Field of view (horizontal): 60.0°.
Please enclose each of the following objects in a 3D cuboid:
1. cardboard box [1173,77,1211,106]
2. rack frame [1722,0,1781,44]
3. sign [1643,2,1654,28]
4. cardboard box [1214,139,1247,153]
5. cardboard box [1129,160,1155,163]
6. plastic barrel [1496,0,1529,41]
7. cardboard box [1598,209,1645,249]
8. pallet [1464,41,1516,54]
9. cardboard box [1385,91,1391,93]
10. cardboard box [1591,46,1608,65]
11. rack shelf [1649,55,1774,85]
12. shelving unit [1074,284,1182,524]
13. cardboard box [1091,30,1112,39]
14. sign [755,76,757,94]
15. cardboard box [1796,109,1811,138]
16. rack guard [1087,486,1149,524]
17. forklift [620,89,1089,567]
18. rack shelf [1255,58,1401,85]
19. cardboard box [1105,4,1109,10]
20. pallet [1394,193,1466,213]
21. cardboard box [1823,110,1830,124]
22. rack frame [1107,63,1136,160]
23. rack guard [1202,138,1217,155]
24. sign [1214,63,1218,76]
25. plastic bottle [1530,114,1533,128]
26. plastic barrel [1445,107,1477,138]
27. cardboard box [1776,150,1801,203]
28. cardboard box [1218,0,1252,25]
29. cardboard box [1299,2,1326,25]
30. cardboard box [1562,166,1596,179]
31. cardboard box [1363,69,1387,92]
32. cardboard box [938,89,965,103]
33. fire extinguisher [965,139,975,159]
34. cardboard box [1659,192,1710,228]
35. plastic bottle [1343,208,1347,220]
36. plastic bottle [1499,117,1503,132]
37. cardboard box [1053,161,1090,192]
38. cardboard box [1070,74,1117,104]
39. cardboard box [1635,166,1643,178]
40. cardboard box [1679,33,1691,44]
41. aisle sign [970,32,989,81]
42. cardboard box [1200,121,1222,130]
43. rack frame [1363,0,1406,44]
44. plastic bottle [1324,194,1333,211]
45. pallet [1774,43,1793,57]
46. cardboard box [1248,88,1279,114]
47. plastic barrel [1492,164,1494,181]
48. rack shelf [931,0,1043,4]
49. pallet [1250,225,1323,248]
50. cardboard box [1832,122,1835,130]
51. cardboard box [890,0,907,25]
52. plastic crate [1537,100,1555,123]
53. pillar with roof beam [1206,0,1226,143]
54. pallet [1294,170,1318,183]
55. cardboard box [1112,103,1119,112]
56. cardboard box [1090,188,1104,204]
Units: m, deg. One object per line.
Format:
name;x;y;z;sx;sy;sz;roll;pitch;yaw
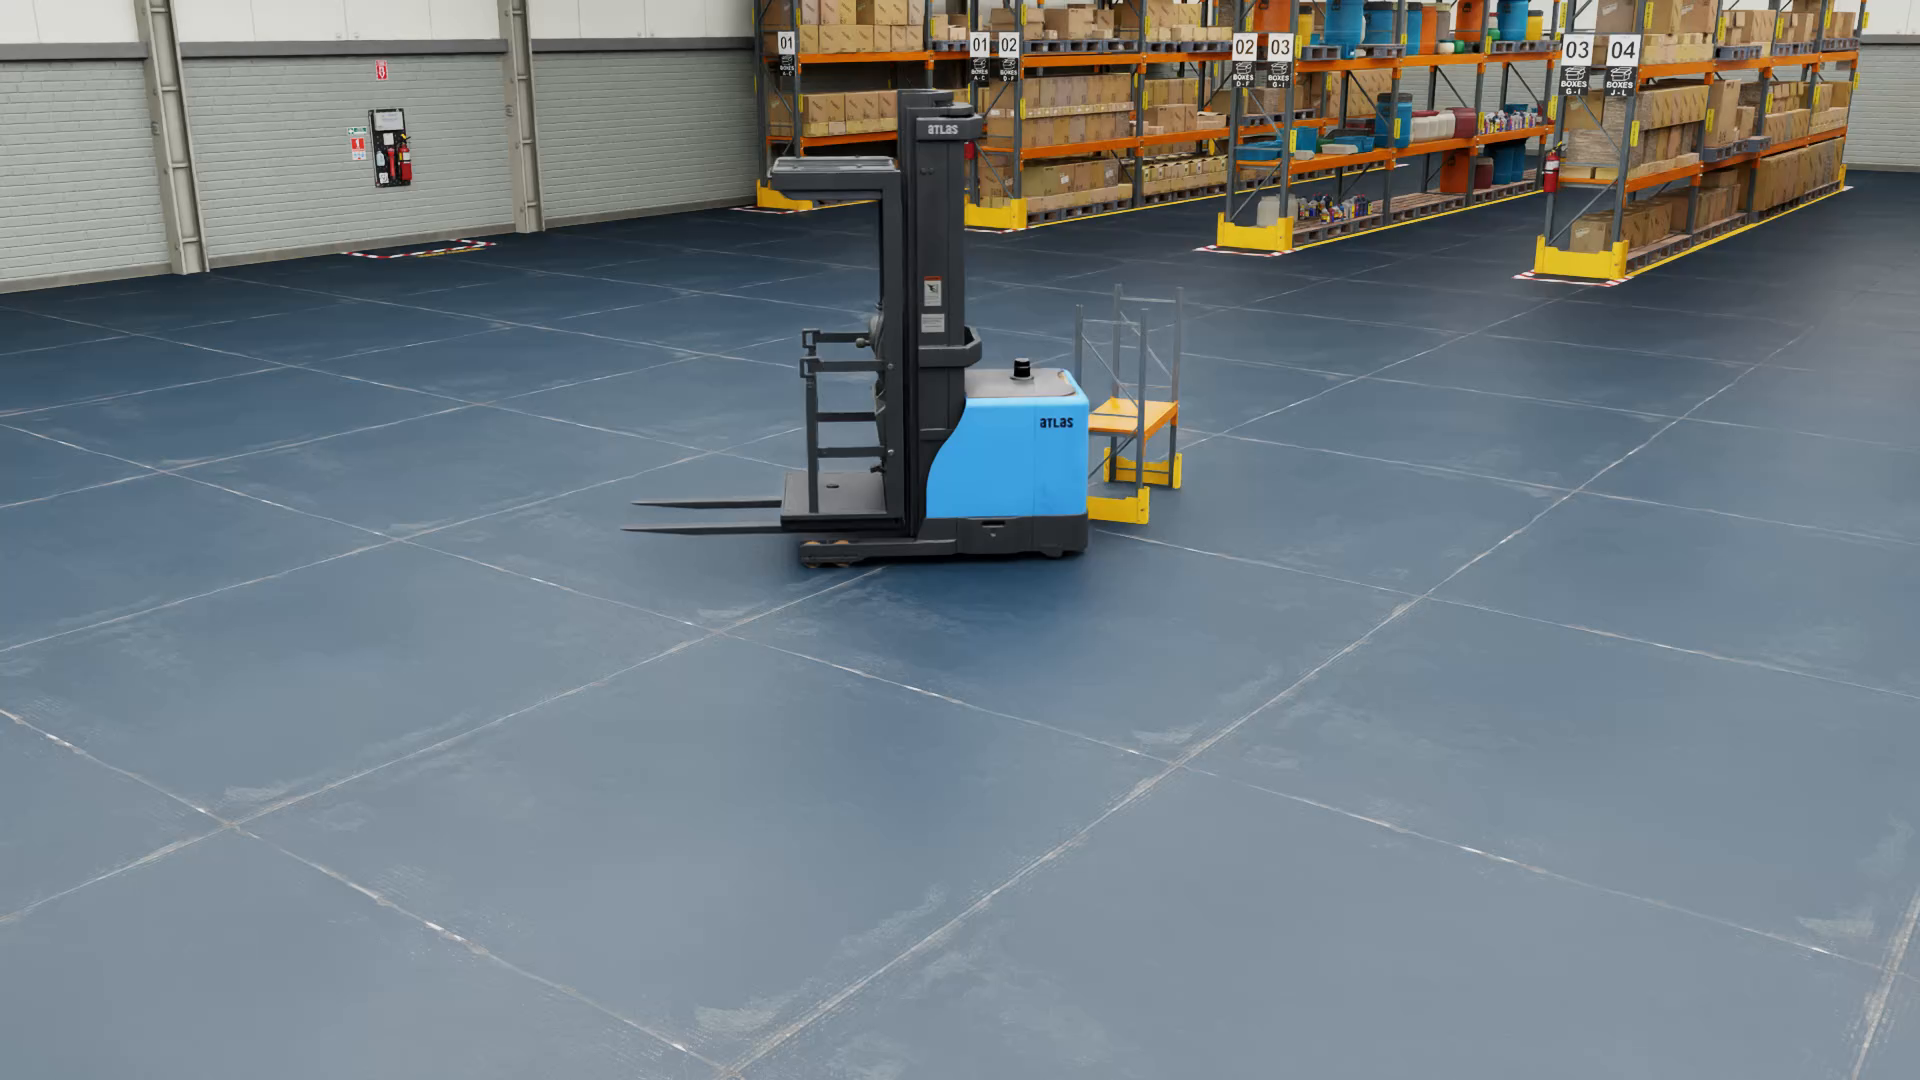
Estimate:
cardboard box;5.864;-11.561;42.910;0.980;0.700;0.700;14;22;37
rack frame;13.328;-9.875;27.870;1.000;3.000;0.127;12;21;35
sign;8.997;-6.859;21.741;0.100;0.325;0.005;12;21;35
cardboard box;5.773;-8.414;35.490;0.500;0.250;0.500;13;22;37
cardboard box;3.606;-7.355;32.852;0.500;0.311;0.500;12;21;35
plastic barrel;10.839;-10.277;32.668;0.600;0.901;0.708;12;21;35
cardboard box;9.663;-4.551;24.349;0.500;0.500;0.500;15;23;40
pallet;9.884;-9.392;31.692;1.003;0.211;1.213;12;21;35
cardboard box;10.092;-10.560;40.022;0.500;0.500;0.500;13;22;36
cardboard box;8.644;-6.625;22.715;0.500;0.250;0.500;13;21;36
rack shelf;12.136;-7.623;26.887;1.077;0.370;4.000;12;21;35
shelving unit;1.208;-1.005;11.951;0.587;1.500;1.083;6;18;19
cardboard box;2.491;-9.053;29.760;0.380;0.149;0.250;12;21;35
sign;-3.807;-8.537;31.192;0.100;0.325;0.005;12;21;35
cardboard box;15.652;-7.851;31.299;0.500;0.500;0.500;12;21;35
rack guard;1.036;-0.269;11.690;0.587;0.250;0.087;6;18;19
forklift;-0.704;-1.387;10.767;3.031;2.935;1.130;-1;17;-4
rack shelf;5.775;-7.545;26.638;1.077;0.370;4.000;12;21;35
cardboard box;3.147;-12.451;39.047;0.500;0.250;0.500;14;22;39
pallet;8.857;-6.376;31.419;1.003;0.211;1.213;12;21;35
cardboard box;16.806;-8.341;32.796;0.500;0.250;0.500;13;22;36
rack frame;3.777;-10.589;40.283;1.000;3.000;0.127;12;21;35
rack guard;6.174;-10.353;43.740;1.175;0.500;0.348;12;21;35
sign;6.588;-12.108;42.825;0.100;0.325;0.005;12;21;35
plastic bottle;11.657;-8.568;33.973;0.061;0.283;0.133;12;21;35
plastic barrel;9.317;-7.786;31.029;0.600;0.536;0.708;12;21;35
cardboard box;14.814;-6.780;30.892;1.225;0.875;0.875;12;21;33
cardboard box;5.639;-10.822;34.122;0.500;0.500;0.500;12;21;35
cardboard box;8.016;-11.794;37.254;0.700;0.500;0.500;12;21;35
cardboard box;8.565;-5.089;22.997;0.380;0.149;0.250;12;21;35
cardboard box;9.796;-10.917;39.486;0.500;0.500;0.500;13;22;36
cardboard box;-0.321;-9.188;34.863;0.700;0.500;0.500;15;23;40
fire extinguisher;0.164;-6.873;28.449;0.296;0.674;0.183;12;21;35
cardboard box;11.627;-5.326;26.811;0.700;0.500;0.500;12;21;34
plastic bottle;6.359;-5.408;27.578;0.097;0.201;0.097;0;17;0
plastic bottle;10.592;-8.143;32.603;0.061;0.283;0.133;12;21;35
cardboard box;2.001;-6.547;29.932;0.500;0.500;0.500;12;21;35
cardboard box;2.431;-8.249;30.392;0.700;0.500;0.500;12;21;35
cardboard box;9.248;-5.123;23.108;0.380;0.149;0.250;12;21;35
cardboard box;10.313;-7.239;24.019;0.380;0.149;0.250;13;22;37
aisle sign;0.332;-8.134;27.995;0.394;0.787;0.004;12;21;35
cardboard box;5.060;-8.378;33.590;0.380;0.149;0.250;12;21;35
rack frame;6.966;-9.798;27.620;1.000;3.000;0.127;12;21;35
plastic bottle;6.268;-5.733;28.373;0.144;0.351;0.185;12;21;35
pallet;13.669;-8.515;28.867;1.213;0.211;1.003;14;22;37
cardboard box;6.357;-9.364;35.462;0.500;0.500;0.700;-15;23;-40
plastic barrel;10.565;-7.436;33.620;0.421;0.512;0.421;0;17;0
rack shelf;0.202;-11.490;34.958;1.077;0.370;4.000;12;21;35
pallet;5.079;-4.867;26.561;1.003;0.211;1.213;12;21;35
cardboard box;17.385;-8.347;33.489;0.380;0.149;0.250;13;21;35
cardboard box;-1.391;-10.350;32.569;0.500;0.500;0.500;14;22;38
plastic crate;12.467;-9.066;35.170;0.402;0.464;0.583;12;21;35
pillar with roof beam;10.532;-14.442;42.575;9.100;9.000;0.400;12;21;35
pallet;7.303;-8.182;37.235;1.003;0.211;1.213;12;21;35
cardboard box;2.698;-7.942;30.499;0.380;0.149;0.250;12;21;33
cardboard box;2.298;-6.308;30.427;0.500;0.250;0.500;12;21;35
